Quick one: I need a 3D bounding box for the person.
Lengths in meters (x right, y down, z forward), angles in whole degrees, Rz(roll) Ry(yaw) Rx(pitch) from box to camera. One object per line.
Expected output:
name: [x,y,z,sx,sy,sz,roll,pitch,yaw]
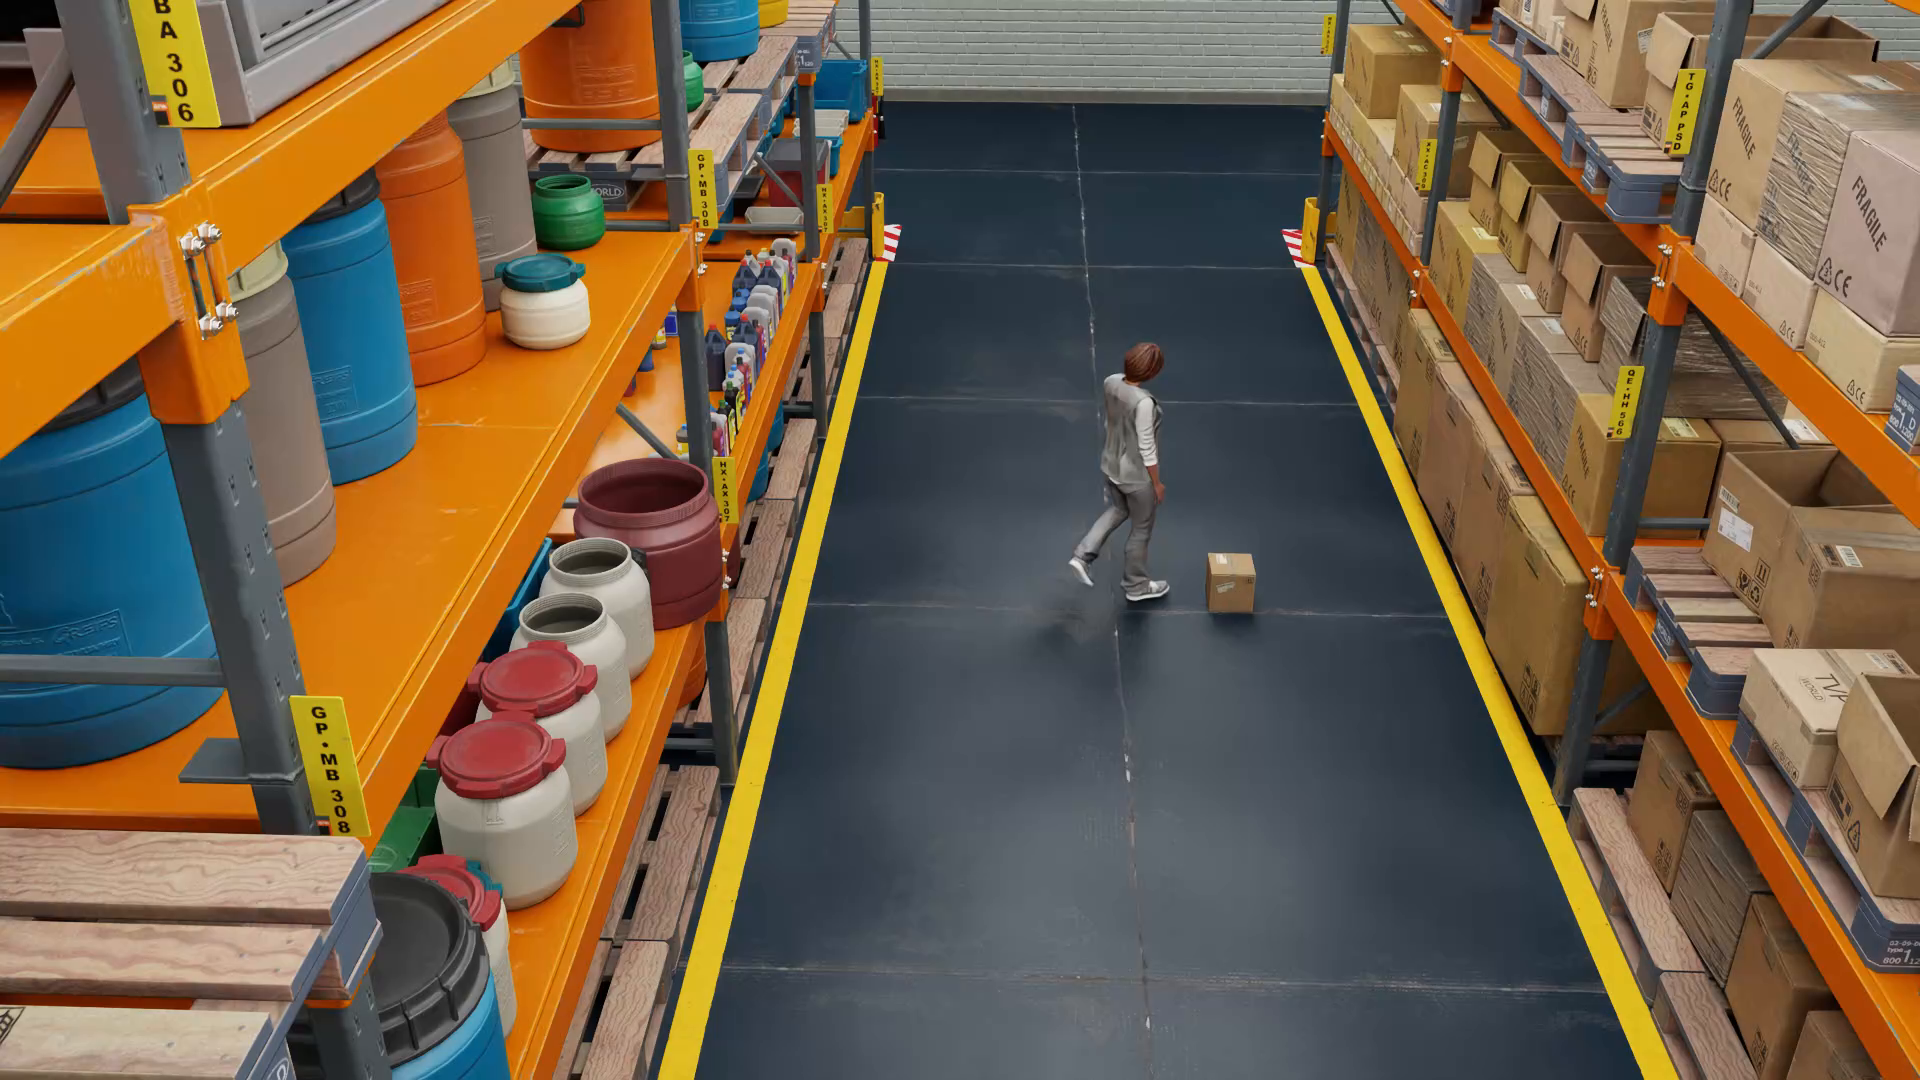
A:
person: [0.924,-0.367,9.277,0.580,1.580,0.441,-15,32,-25]
